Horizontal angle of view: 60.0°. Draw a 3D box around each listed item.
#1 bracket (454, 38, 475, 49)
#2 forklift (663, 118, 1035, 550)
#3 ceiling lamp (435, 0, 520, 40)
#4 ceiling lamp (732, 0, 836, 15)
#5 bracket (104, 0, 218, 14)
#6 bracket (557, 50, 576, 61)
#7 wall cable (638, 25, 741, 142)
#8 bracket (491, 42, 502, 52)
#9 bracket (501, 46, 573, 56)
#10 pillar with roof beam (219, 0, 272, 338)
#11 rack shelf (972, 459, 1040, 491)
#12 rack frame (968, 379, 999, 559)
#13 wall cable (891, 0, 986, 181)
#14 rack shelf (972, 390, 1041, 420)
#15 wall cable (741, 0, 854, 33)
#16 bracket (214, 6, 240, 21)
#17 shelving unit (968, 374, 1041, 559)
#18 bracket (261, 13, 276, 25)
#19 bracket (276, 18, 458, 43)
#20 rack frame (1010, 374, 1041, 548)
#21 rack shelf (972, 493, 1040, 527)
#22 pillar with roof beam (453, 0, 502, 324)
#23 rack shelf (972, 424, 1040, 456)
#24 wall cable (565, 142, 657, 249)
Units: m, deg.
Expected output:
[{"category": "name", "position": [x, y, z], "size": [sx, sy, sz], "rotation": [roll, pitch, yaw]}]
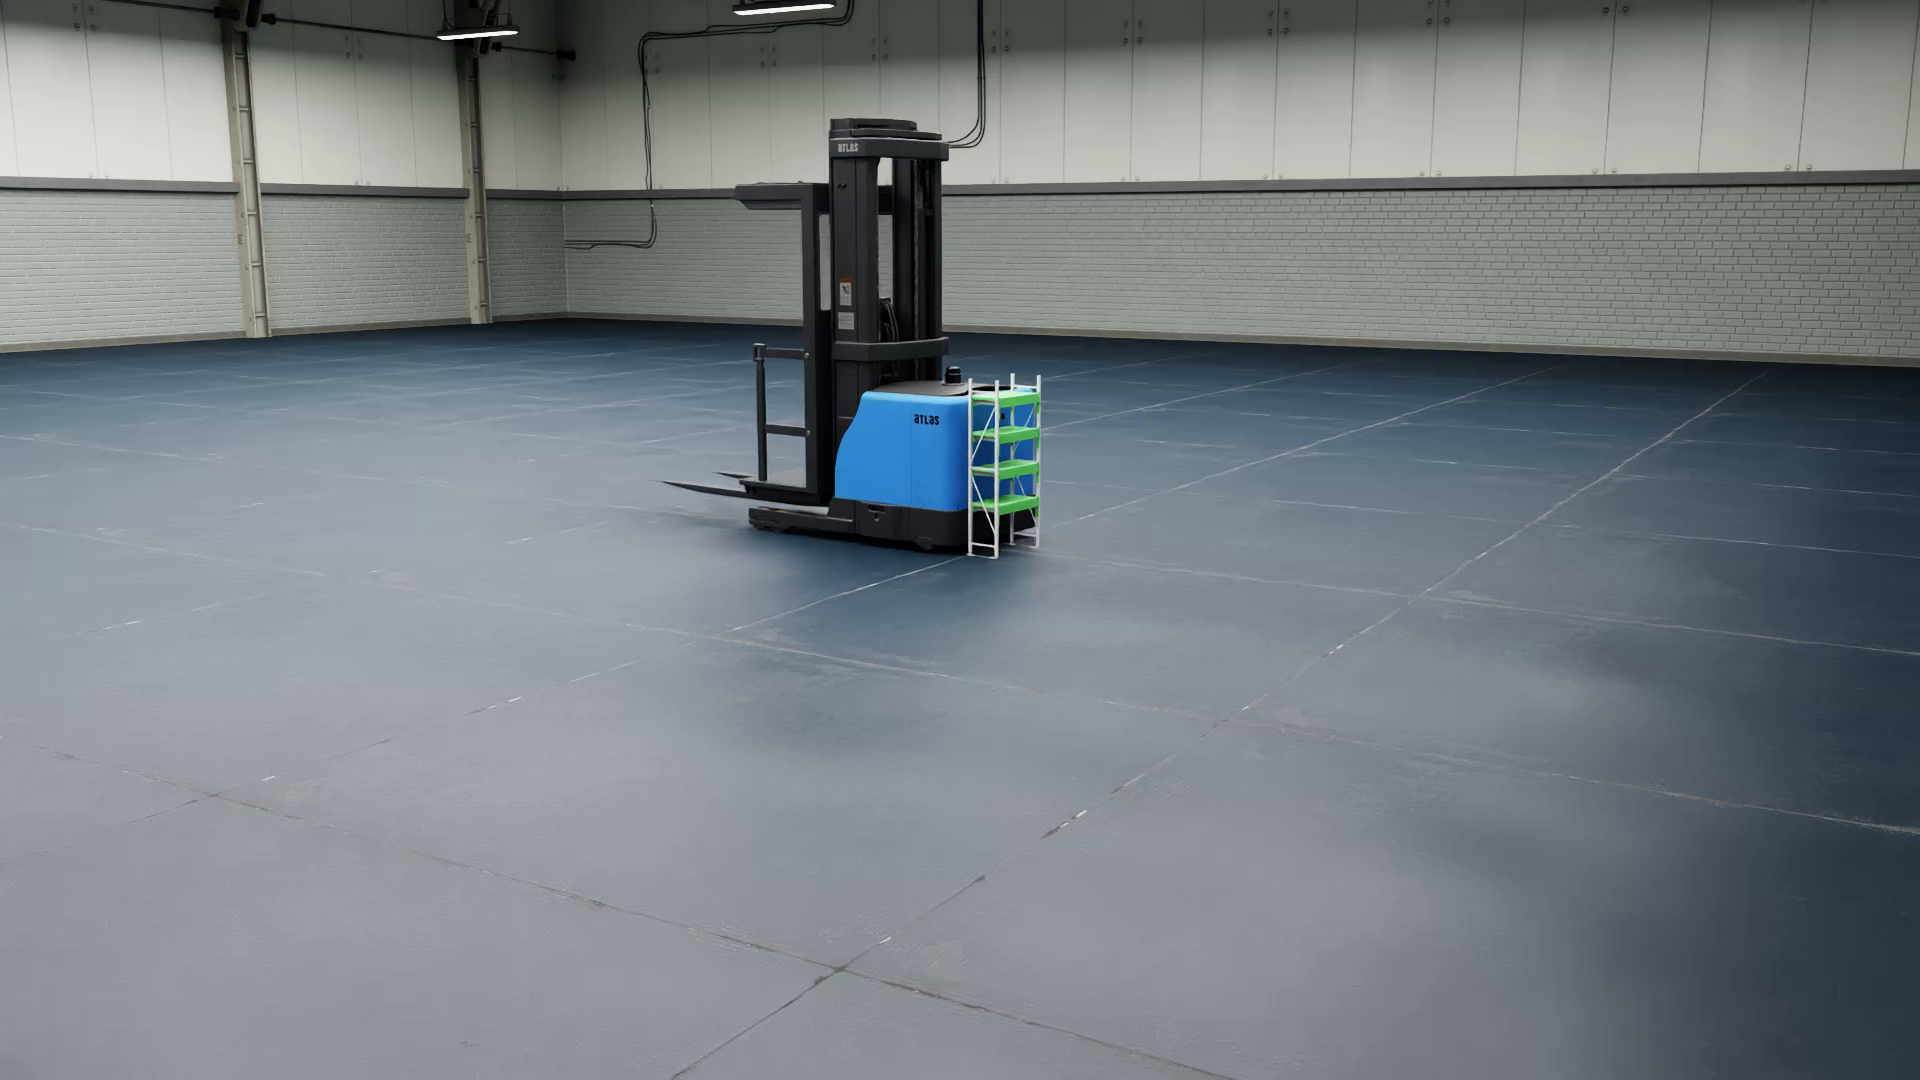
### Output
[{"category": "bracket", "position": [-11.159, -11.188, 37.395], "size": [0.235, 0.232, 0.430], "rotation": [6, 12, 31]}, {"category": "forklift", "position": [-0.940, -1.564, 12.259], "size": [3.031, 2.935, 1.130], "rotation": [8, 13, 36]}, {"category": "ceiling lamp", "position": [-9.193, -11.326, 32.049], "size": [2.000, 3.185, 0.800], "rotation": [6, 12, 31]}, {"category": "ceiling lamp", "position": [-2.877, -10.620, 28.278], "size": [2.000, 3.185, 0.800], "rotation": [6, 12, 31]}, {"category": "bracket", "position": [-15.611, -9.839, 30.190], "size": [0.076, 0.066, 4.783], "rotation": [6, 12, 31]}, {"category": "bracket", "position": [-9.497, -11.692, 40.083], "size": [0.235, 0.232, 0.430], "rotation": [6, 12, 31]}, {"category": "wall cable", "position": [-6.275, -10.553, 38.497], "size": [3.097, 2.526, 0.112], "rotation": [6, 12, 31]}, {"category": "bracket", "position": [-10.728, -11.319, 38.092], "size": [0.235, 0.232, 0.430], "rotation": [6, 12, 31]}, {"category": "bracket", "position": [-9.804, -11.599, 39.587], "size": [0.076, 0.066, 3.189], "rotation": [6, 12, 31]}, {"category": "pillar with roof beam", "position": [-10.682, -8.163, 31.019], "size": [9.100, 9.000, 0.548], "rotation": [6, 12, 31]}, {"category": "rack shelf", "position": [0.304, -0.446, 11.338], "size": [0.258, 0.148, 0.480], "rotation": [8, 13, 36]}, {"category": "rack frame", "position": [0.158, -0.473, 11.135], "size": [0.240, 1.200, 0.015], "rotation": [8, 13, 36]}, {"category": "wall cable", "position": [-0.481, -10.617, 34.885], "size": [2.305, 6.003, 0.169], "rotation": [6, 12, 31]}, {"category": "rack shelf", "position": [0.305, -0.918, 11.250], "size": [0.258, 0.148, 0.480], "rotation": [8, 13, 36]}, {"category": "wall cable", "position": [-3.630, -12.493, 36.499], "size": [3.097, 2.526, 0.112], "rotation": [6, 12, 31]}, {"category": "bracket", "position": [-14.274, -10.245, 32.355], "size": [0.235, 0.232, 0.430], "rotation": [6, 12, 31]}, {"category": "shelving unit", "position": [0.304, -0.509, 11.326], "size": [0.258, 1.200, 0.503], "rotation": [8, 13, 36]}, {"category": "bracket", "position": [-13.843, -10.375, 33.052], "size": [0.235, 0.232, 0.430], "rotation": [6, 12, 31]}, {"category": "bracket", "position": [-12.496, -10.783, 35.231], "size": [0.076, 0.066, 4.783], "rotation": [6, 12, 31]}, {"category": "rack frame", "position": [0.451, -0.545, 11.518], "size": [0.240, 1.200, 0.015], "rotation": [8, 13, 36]}, {"category": "rack shelf", "position": [0.304, -0.210, 11.382], "size": [0.258, 0.148, 0.480], "rotation": [8, 13, 36]}, {"category": "pillar with roof beam", "position": [-7.567, -9.107, 36.059], "size": [9.100, 9.000, 0.548], "rotation": [6, 12, 31]}, {"category": "rack shelf", "position": [0.305, -0.682, 11.294], "size": [0.258, 0.148, 0.480], "rotation": [8, 13, 36]}, {"category": "wall cable", "position": [-8.587, -8.329, 40.342], "size": [3.097, 2.526, 0.112], "rotation": [6, 12, 31]}]
